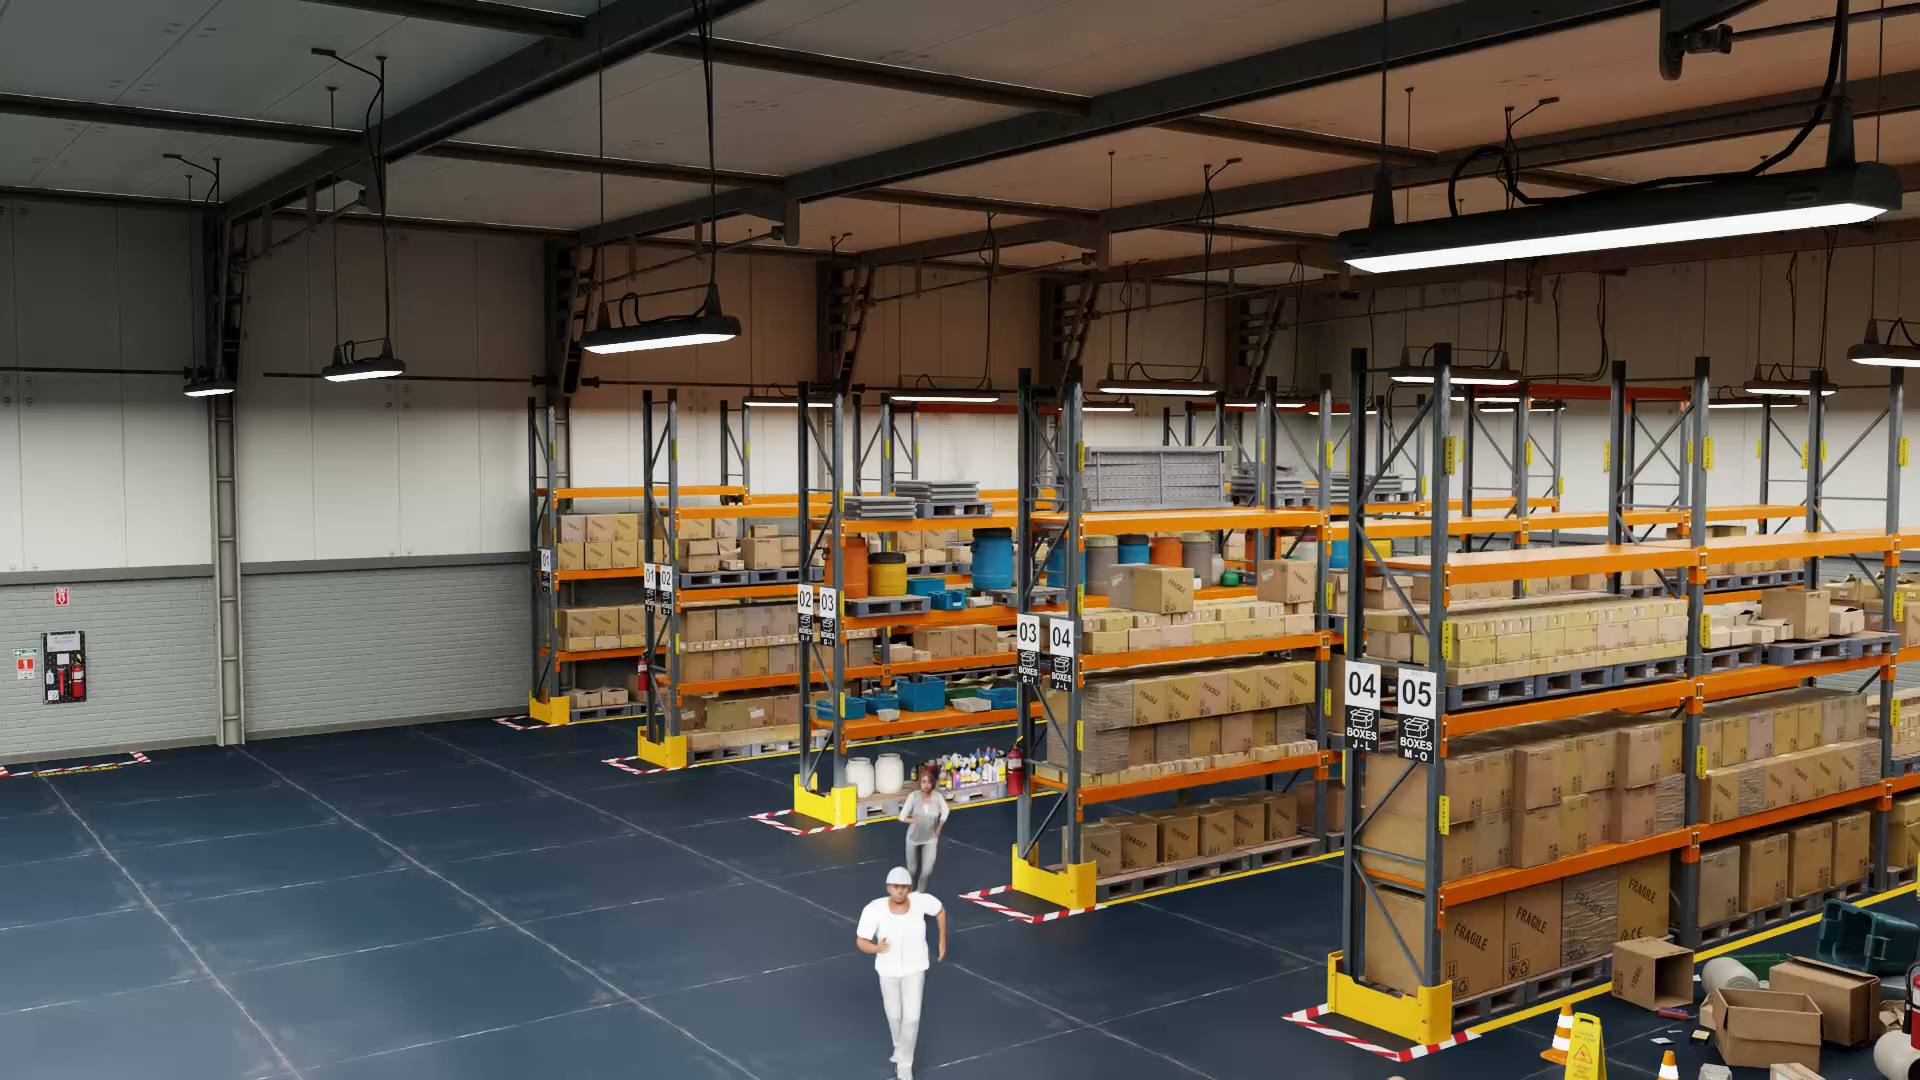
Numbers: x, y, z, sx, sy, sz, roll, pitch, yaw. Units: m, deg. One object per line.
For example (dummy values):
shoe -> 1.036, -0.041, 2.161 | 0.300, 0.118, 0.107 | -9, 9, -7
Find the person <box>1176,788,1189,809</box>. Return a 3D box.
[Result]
person -> 3.043, 2.896, 23.404 | 0.628, 1.814, 0.725 | 3, 4, 37

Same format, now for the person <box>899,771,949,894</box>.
person -> -0.389, 3.308, 18.011 | 0.536, 1.638, 0.700 | 0, 3, 1

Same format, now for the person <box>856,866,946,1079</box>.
person -> -0.469, 3.497, 13.434 | 0.728, 1.794, 0.840 | 0, 3, -2
